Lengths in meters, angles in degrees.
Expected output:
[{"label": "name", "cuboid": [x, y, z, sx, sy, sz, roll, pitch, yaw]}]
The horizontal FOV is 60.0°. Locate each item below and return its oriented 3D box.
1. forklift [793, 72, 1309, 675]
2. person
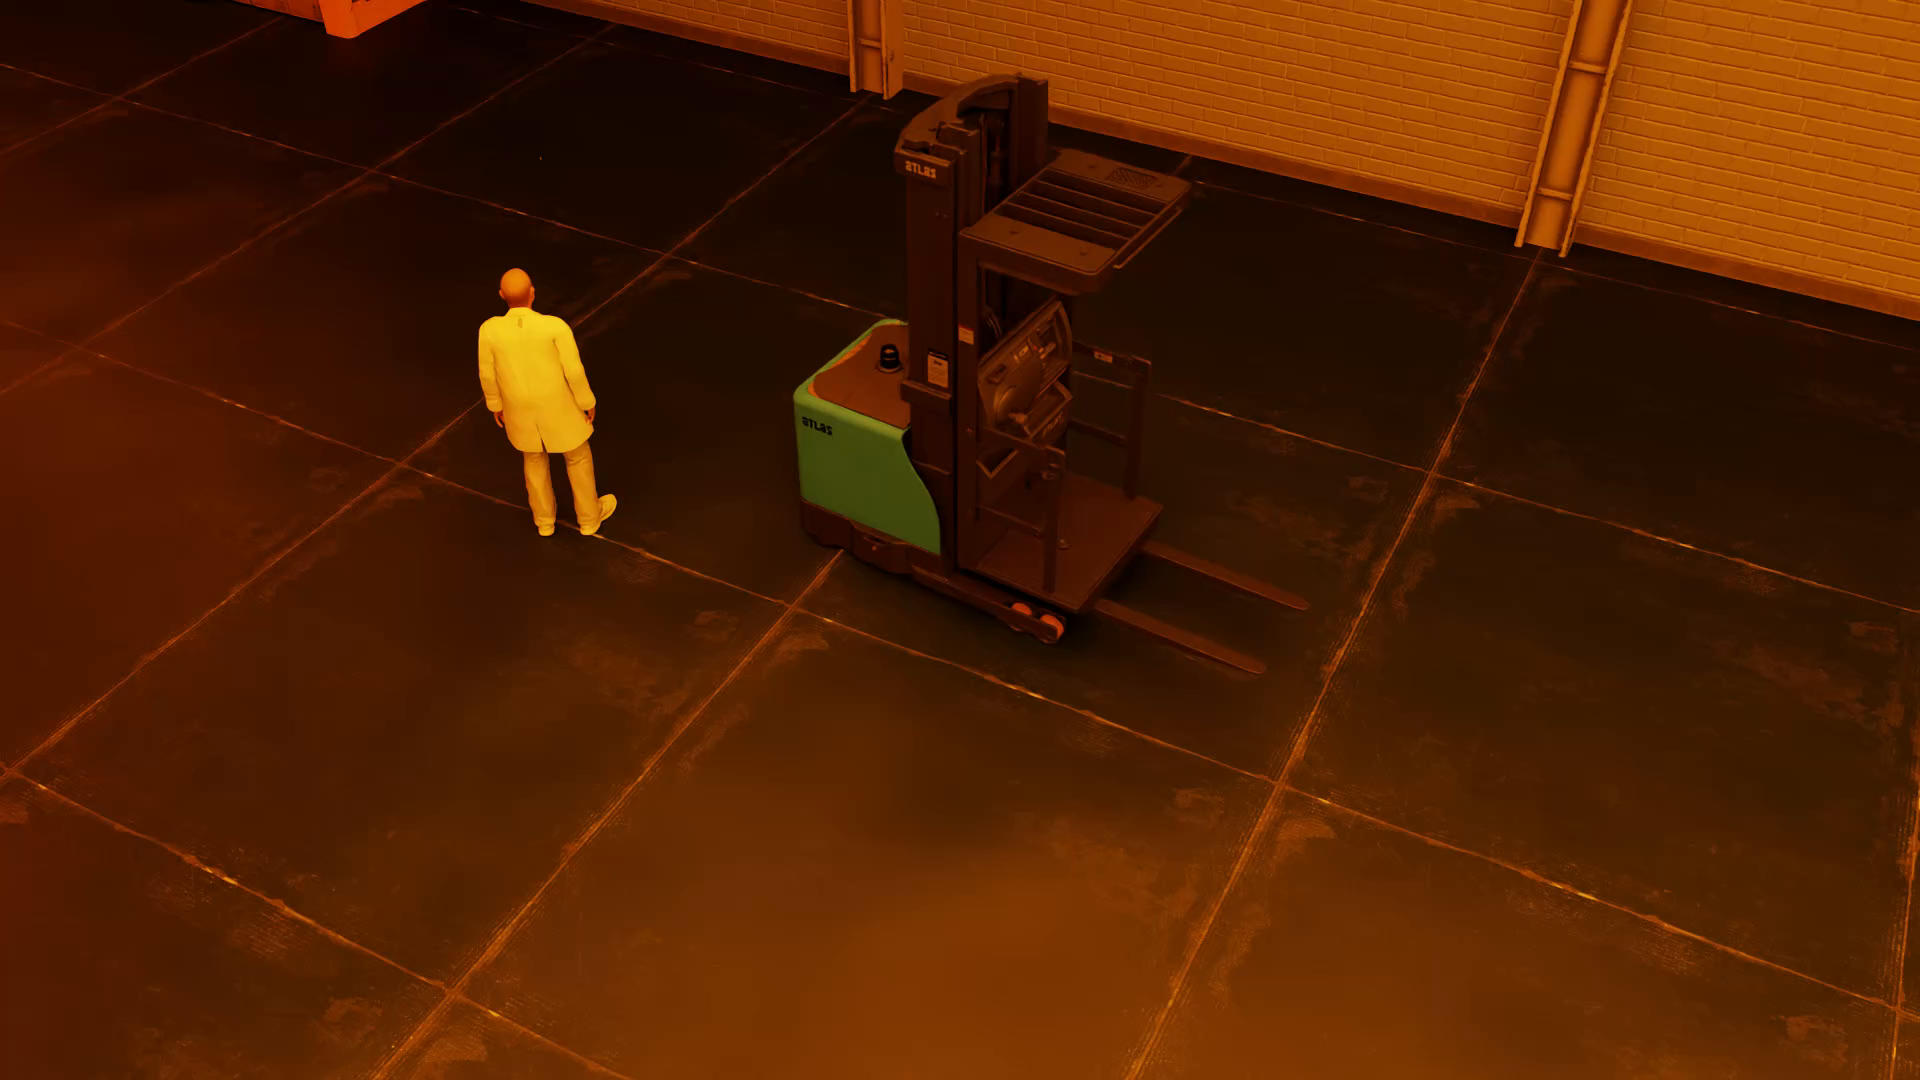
[{"label": "forklift", "cuboid": [0.535, -0.919, 9.078, 3.031, 2.935, 1.130, 22, 45, 24]}, {"label": "person", "cuboid": [-2.470, -0.794, 9.829, 0.644, 1.772, 0.430, 0, 40, 0]}]
